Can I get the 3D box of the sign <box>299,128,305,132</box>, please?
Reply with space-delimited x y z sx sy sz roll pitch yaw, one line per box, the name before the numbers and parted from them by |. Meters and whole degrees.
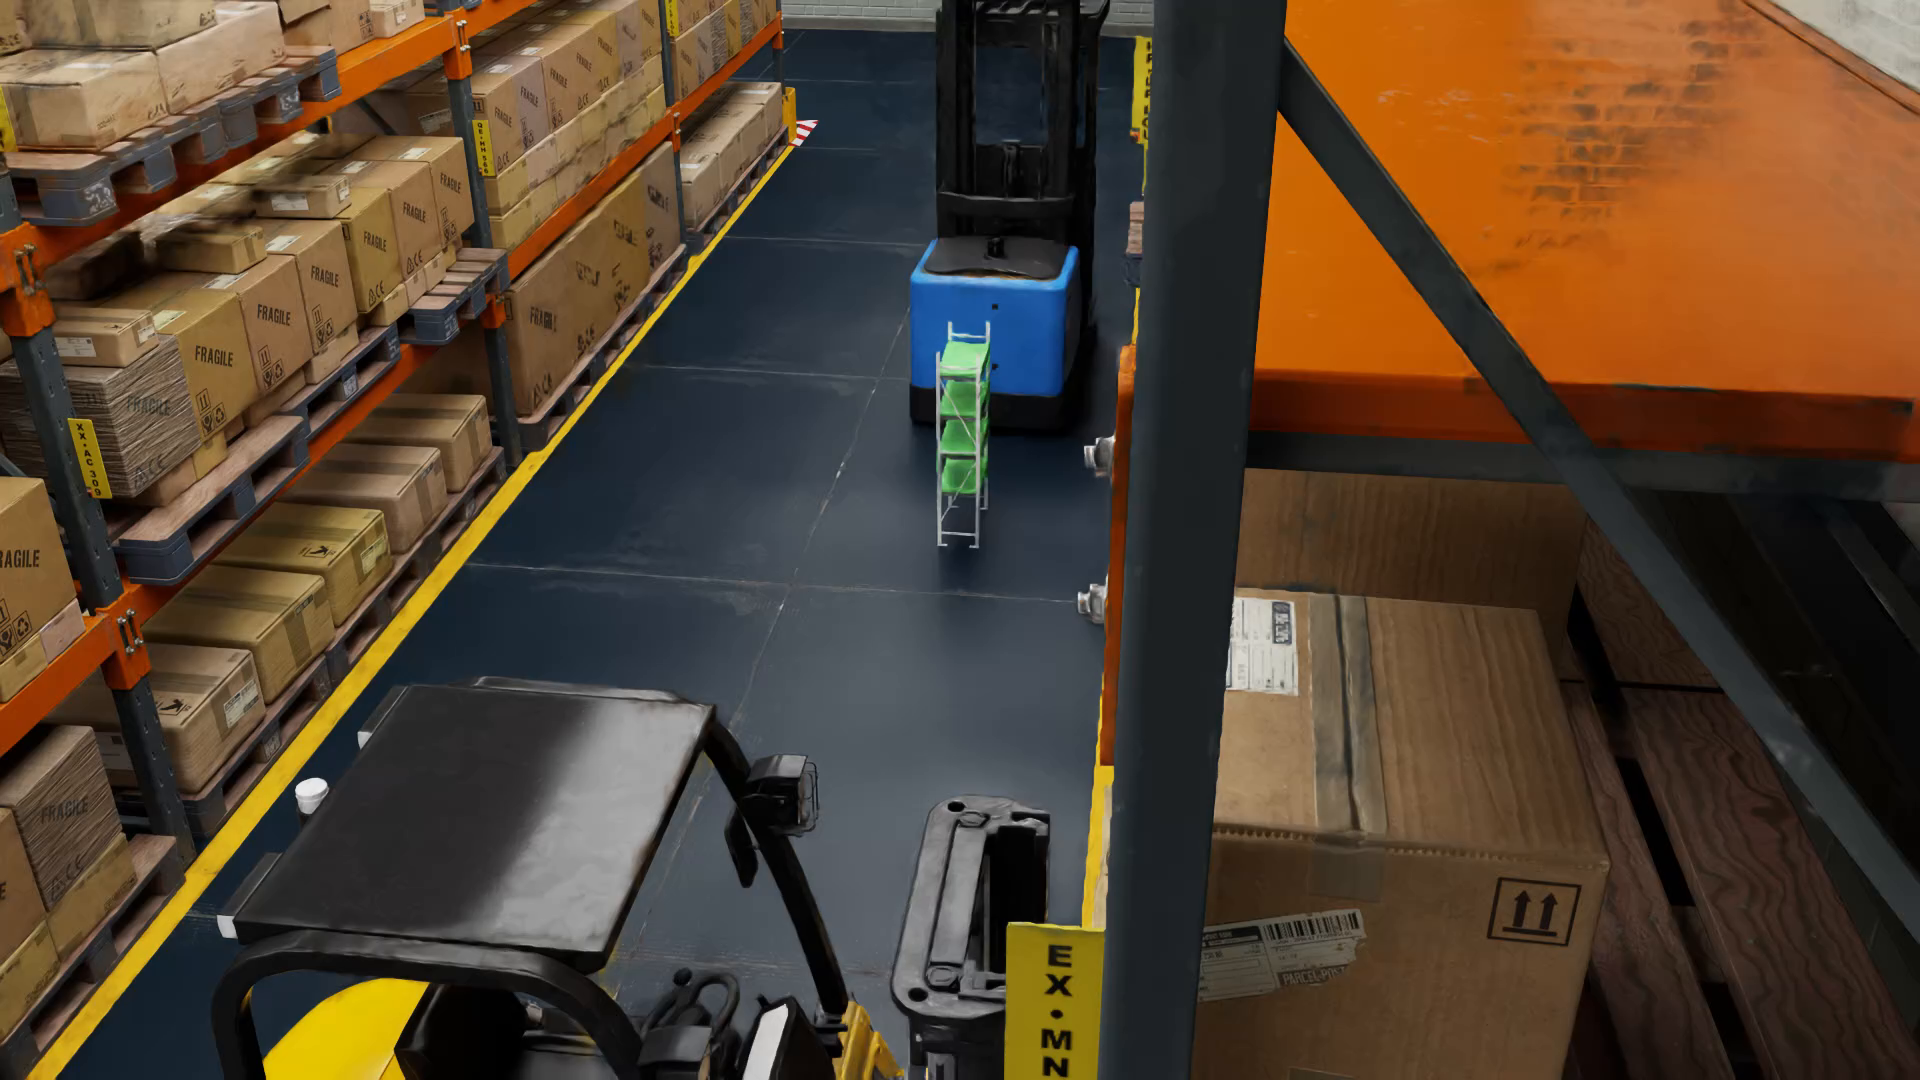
sign | -3.867 -2.374 9.772 0.100 0.325 0.005 3 28 6

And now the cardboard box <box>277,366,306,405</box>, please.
cardboard box | -3.321 -0.756 7.813 0.380 0.149 0.250 4 29 7

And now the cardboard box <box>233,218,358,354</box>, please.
cardboard box | -3.277 -1.224 7.998 0.500 0.500 0.500 2 28 4

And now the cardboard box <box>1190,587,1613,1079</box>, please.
cardboard box | 0.443 0.403 2.022 0.500 0.500 0.500 4 29 8

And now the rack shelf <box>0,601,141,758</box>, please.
rack shelf | -4.051 1.308 4.918 1.077 0.370 4.000 3 28 6

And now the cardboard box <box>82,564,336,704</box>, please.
cardboard box | -3.659 0.436 8.106 0.950 0.372 0.625 5 29 9

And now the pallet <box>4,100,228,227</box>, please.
pallet | -3.625 -1.472 6.356 1.213 0.211 1.003 3 28 6

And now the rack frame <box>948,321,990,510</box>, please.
rack frame | 0.050 -0.721 9.823 0.240 1.200 0.015 3 28 6

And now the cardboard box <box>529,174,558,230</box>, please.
cardboard box | -2.961 -2.225 10.876 0.500 0.250 0.500 3 28 5

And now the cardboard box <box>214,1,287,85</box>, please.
cardboard box | -3.236 -2.118 7.072 0.500 0.250 0.500 3 28 6

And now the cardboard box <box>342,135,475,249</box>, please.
cardboard box | -3.096 -1.963 9.369 0.500 0.500 0.500 3 28 5

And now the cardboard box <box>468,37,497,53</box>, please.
cardboard box | -3.390 -3.051 11.091 0.500 0.500 0.500 3 28 6

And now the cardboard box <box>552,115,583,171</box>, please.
cardboard box | -2.871 -2.688 11.209 0.500 0.250 0.500 3 28 6

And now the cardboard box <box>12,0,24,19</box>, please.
cardboard box | -3.758 -2.372 7.015 0.500 0.250 0.500 4 29 7

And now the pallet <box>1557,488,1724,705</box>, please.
pallet | 0.890 0.031 3.461 1.003 0.211 1.213 3 28 6

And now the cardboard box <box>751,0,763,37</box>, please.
cardboard box | -2.208 -5.165 16.069 0.500 0.500 0.500 3 28 5

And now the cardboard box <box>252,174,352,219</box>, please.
cardboard box | -3.236 -1.692 8.182 0.380 0.149 0.250 2 28 4

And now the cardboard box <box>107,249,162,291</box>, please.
cardboard box | -3.848 -1.017 7.613 0.500 0.500 0.500 4 29 8

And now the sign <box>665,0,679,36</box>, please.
sign | -2.286 -4.164 13.179 0.100 0.325 0.005 3 28 6

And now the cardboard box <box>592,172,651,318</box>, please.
cardboard box | -2.925 -2.243 12.549 0.875 0.875 0.875 4 29 8

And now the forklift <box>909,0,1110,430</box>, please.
forklift | 0.424 -2.689 11.650 1.130 2.935 3.031 5 29 9

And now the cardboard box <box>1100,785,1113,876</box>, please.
cardboard box | 0.750 1.131 5.889 0.500 0.250 0.500 3 28 5

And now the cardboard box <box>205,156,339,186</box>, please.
cardboard box | -3.657 -1.749 8.972 0.500 0.500 0.500 5 29 9

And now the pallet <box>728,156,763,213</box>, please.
pallet | -2.508 -3.418 15.871 1.003 0.211 1.213 3 28 6

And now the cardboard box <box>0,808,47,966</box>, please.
cardboard box | -3.673 1.279 5.879 0.500 0.500 0.500 4 29 7

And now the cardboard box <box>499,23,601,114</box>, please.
cardboard box | -2.818 -3.249 11.459 0.500 0.500 0.500 4 29 7

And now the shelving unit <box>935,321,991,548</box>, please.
shelving unit | 0.020 -0.606 9.610 0.258 1.200 0.503 3 28 6

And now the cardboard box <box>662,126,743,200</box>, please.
cardboard box | -2.533 -3.484 15.312 0.875 0.438 0.875 3 28 5

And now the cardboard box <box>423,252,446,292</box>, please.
cardboard box | -3.070 -1.488 9.171 0.380 0.149 0.250 3 28 6

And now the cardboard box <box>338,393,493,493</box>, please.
cardboard box | -3.395 -0.596 10.021 0.950 0.372 0.625 1 28 3

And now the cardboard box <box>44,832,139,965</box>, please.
cardboard box | -3.612 1.369 6.502 0.500 0.250 0.500 5 29 9

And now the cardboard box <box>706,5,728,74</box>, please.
cardboard box | -2.375 -4.436 14.716 0.500 0.500 0.500 4 29 7

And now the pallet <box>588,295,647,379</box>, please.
pallet | -2.992 -1.545 12.395 1.003 0.211 1.213 3 28 6

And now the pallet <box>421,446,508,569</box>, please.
pallet | -3.413 -0.238 9.969 1.003 0.211 1.213 3 28 6

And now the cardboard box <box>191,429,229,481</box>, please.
cardboard box | -3.385 -0.383 7.121 0.380 0.149 0.250 4 29 7

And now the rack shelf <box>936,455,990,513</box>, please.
rack shelf | 0.020 -0.339 9.754 0.258 0.148 0.480 3 28 6

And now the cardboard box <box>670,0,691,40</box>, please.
cardboard box | -2.527 -4.410 13.614 0.500 0.500 0.500 4 29 7

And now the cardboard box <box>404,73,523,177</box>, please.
cardboard box | -3.013 -2.535 10.134 0.500 0.500 0.500 2 28 5

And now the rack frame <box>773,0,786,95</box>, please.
rack frame | -2.336 -5.599 16.980 1.000 3.000 0.127 3 28 6

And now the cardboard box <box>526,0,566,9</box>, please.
cardboard box | -3.200 -3.769 12.423 0.500 0.500 0.500 3 28 6

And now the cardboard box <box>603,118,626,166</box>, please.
cardboard box | -2.775 -2.948 12.218 0.500 0.250 0.500 3 28 5

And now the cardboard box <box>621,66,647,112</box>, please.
cardboard box | -2.692 -3.413 12.553 0.500 0.250 0.500 4 29 7

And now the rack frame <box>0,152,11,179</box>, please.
rack frame | -3.806 -2.591 5.072 1.000 3.000 0.127 3 28 6

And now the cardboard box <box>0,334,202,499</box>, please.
cardboard box | -3.464 -0.514 6.680 0.500 0.500 0.500 4 29 7

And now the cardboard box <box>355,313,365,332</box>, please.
cardboard box | -3.284 -1.128 8.504 0.380 0.149 0.250 4 29 7

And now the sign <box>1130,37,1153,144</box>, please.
sign | 0.581 -1.377 5.104 0.100 0.325 0.005 3 28 6

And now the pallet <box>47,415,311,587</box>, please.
pallet | -3.568 -0.217 7.193 1.003 0.211 1.213 3 28 6

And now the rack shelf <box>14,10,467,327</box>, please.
rack shelf | -3.561 -1.895 7.702 1.077 0.370 4.000 3 28 6

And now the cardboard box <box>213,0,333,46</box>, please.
cardboard box | -3.474 -2.479 7.918 0.797 0.503 0.637 3 28 6

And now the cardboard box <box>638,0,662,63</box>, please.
cardboard box | -2.631 -3.975 12.807 0.500 0.500 0.500 4 29 8

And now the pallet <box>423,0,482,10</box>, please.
pallet | -3.290 -3.377 9.892 1.213 0.211 1.003 5 29 9

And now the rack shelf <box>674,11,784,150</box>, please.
rack shelf | -2.581 -4.341 15.403 1.077 0.370 4.000 3 28 6

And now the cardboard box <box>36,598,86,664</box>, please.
cardboard box | -3.543 0.329 6.241 0.380 0.149 0.250 3 28 6

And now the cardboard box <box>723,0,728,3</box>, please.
cardboard box | -2.321 -5.125 14.941 0.500 0.500 0.500 3 28 6
